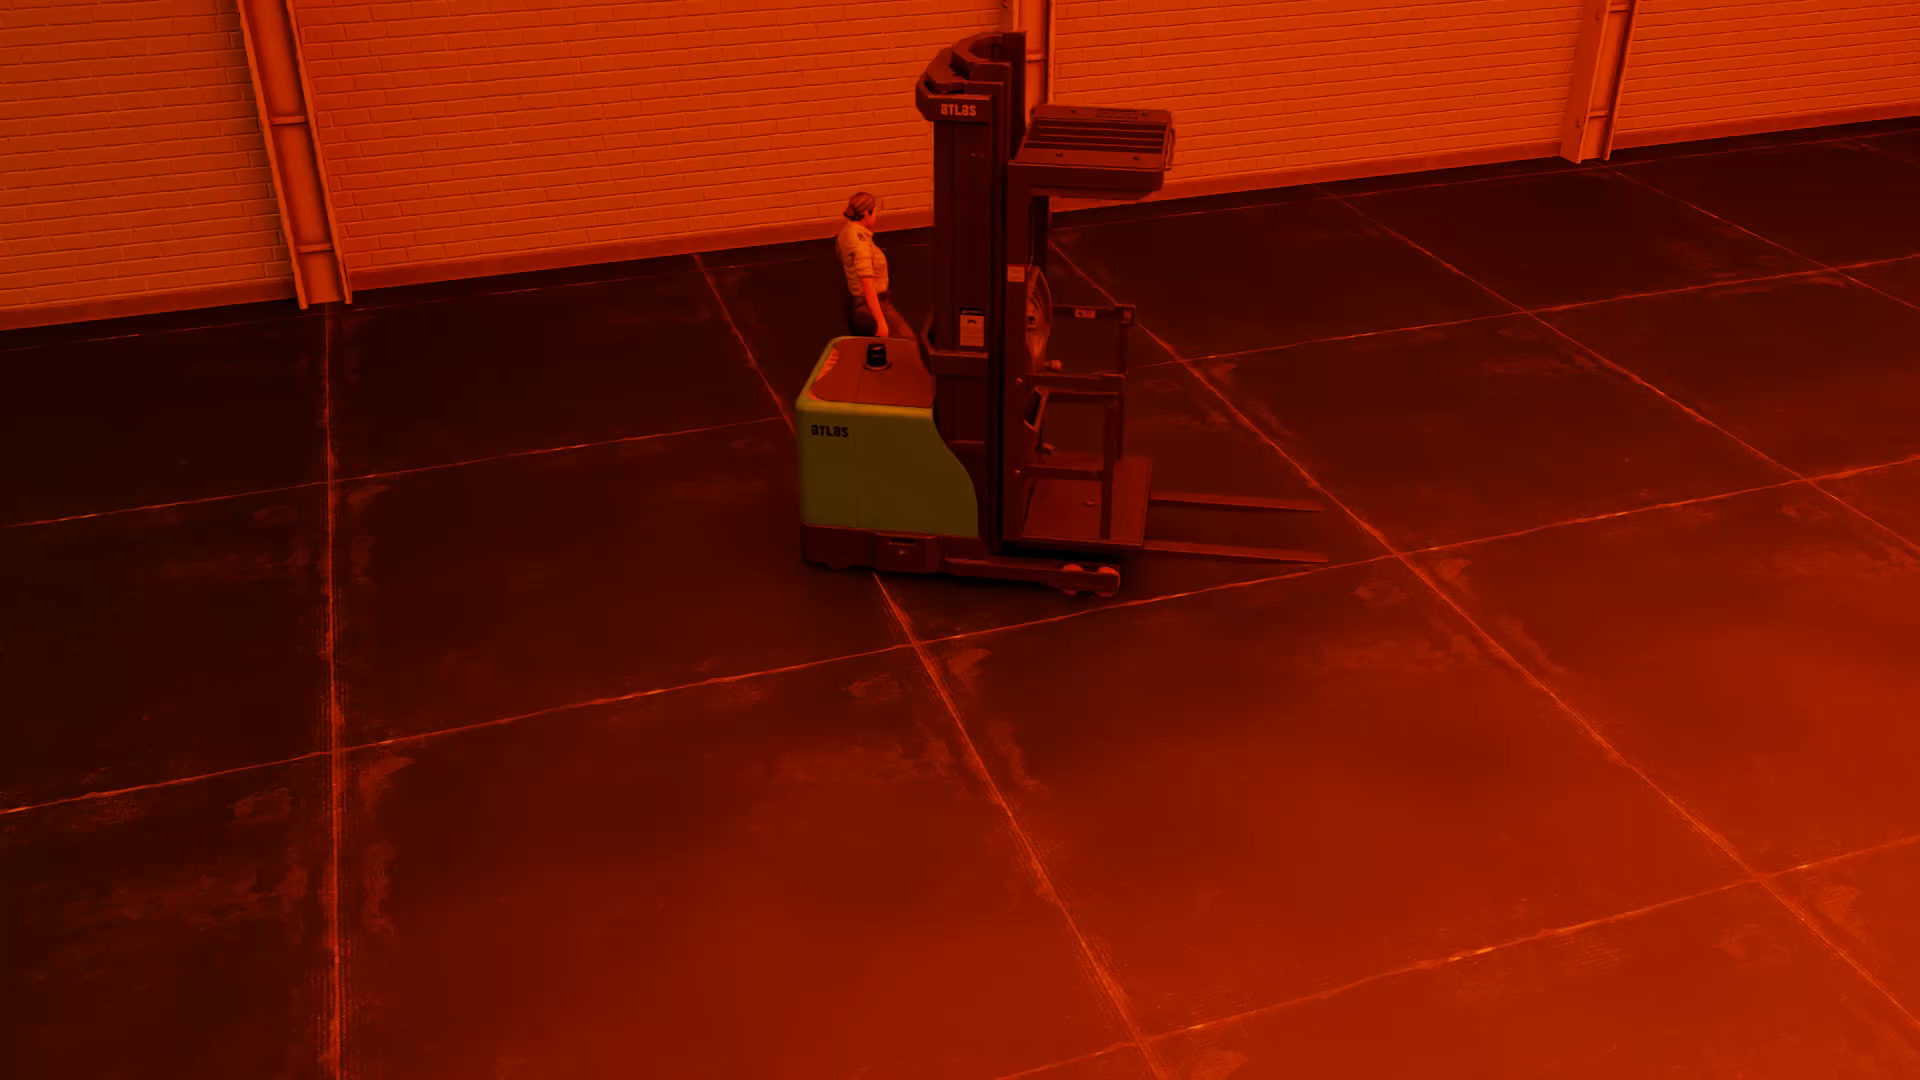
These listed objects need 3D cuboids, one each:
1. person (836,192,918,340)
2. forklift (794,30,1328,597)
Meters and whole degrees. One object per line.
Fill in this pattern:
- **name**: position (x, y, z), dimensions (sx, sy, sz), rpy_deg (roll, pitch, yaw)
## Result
- **person**: position (-0.604, -1.583, 11.269), dimensions (0.570, 1.537, 0.863), rpy_deg (-9, 31, -16)
- **forklift**: position (0.625, -1.233, 9.230), dimensions (3.031, 2.935, 1.130), rpy_deg (4, 30, 8)
